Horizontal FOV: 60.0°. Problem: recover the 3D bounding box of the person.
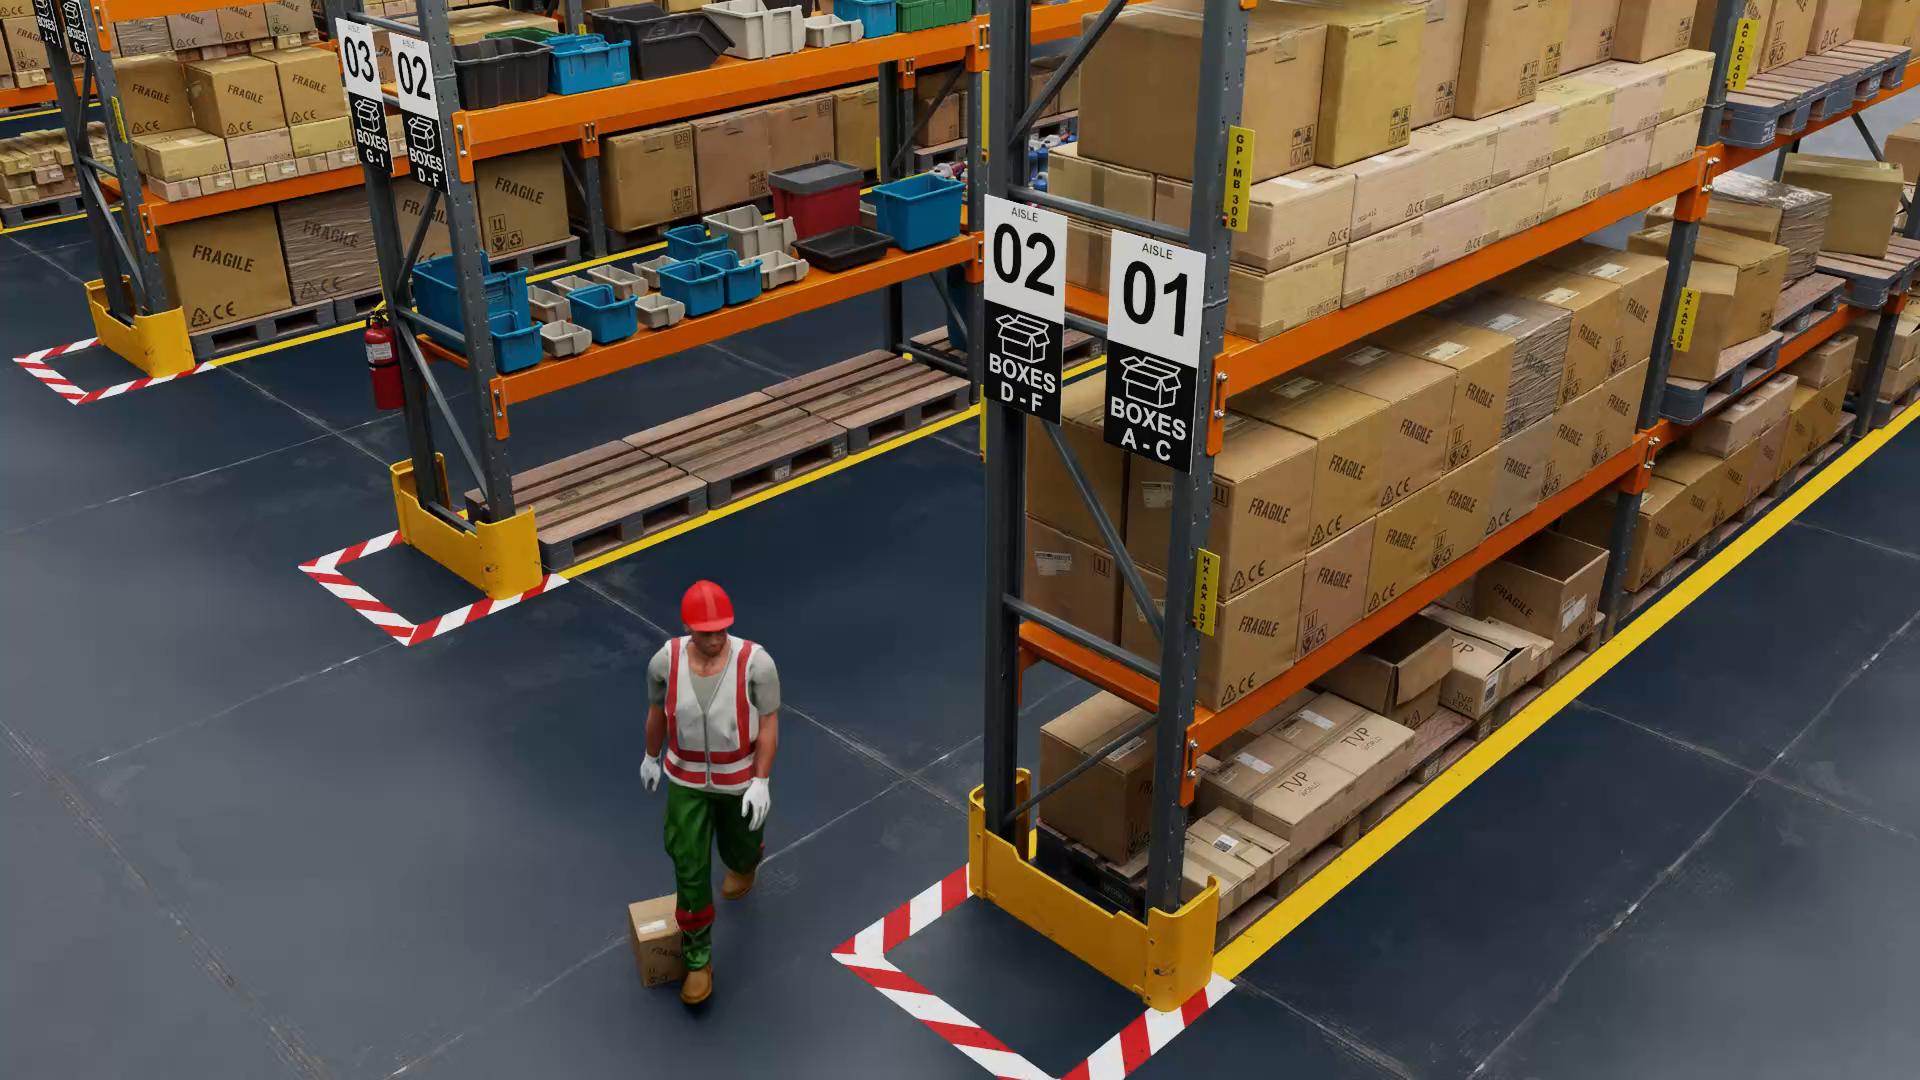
[{"bbox_3d":[-1.028,0.957,6.763,0.617,1.763,0.905,2,28,3],"label":"person"}]
